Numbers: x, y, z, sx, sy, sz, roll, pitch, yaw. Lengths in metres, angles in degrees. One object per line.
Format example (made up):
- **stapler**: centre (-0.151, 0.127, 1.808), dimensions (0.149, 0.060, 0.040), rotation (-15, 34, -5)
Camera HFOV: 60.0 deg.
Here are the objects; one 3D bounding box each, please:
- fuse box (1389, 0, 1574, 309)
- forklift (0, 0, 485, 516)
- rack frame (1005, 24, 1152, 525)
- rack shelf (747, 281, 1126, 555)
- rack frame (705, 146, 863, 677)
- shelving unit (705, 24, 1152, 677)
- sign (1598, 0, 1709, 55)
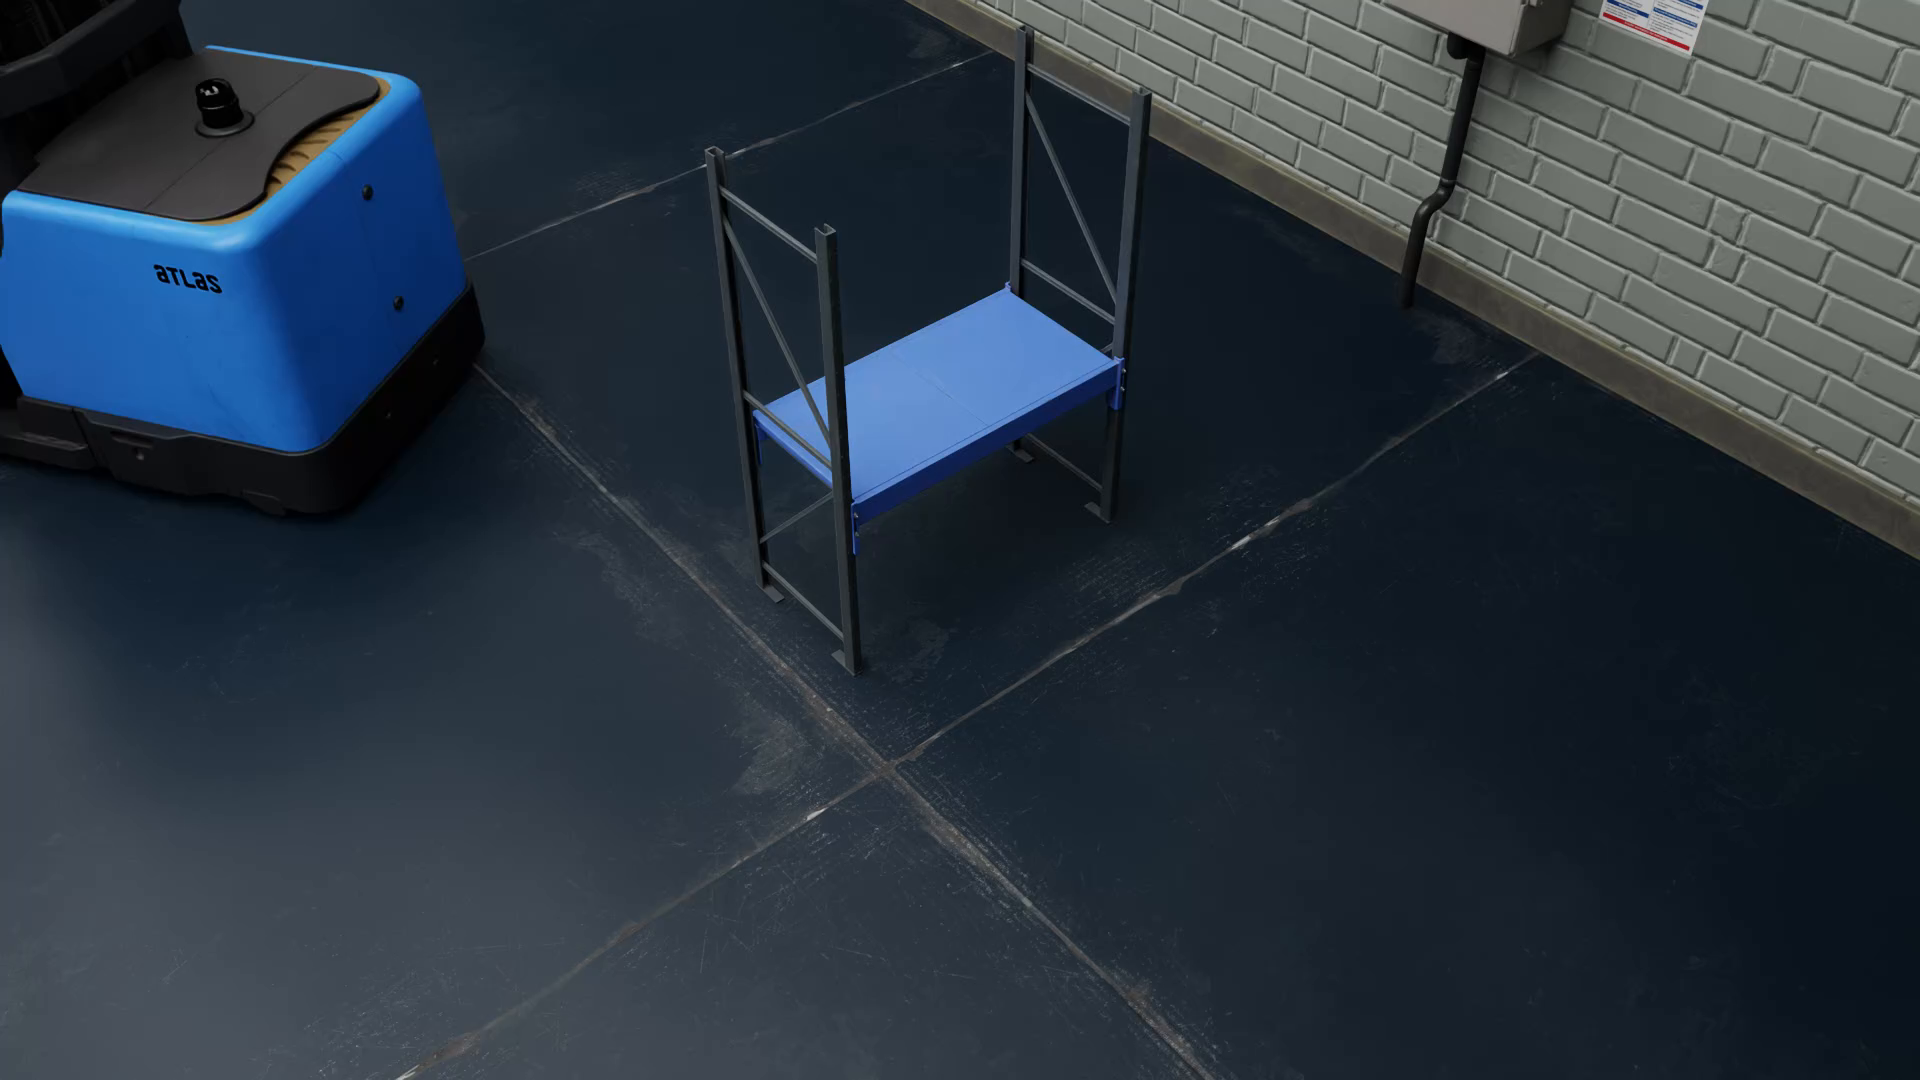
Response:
- **fuse box**: centre (1.642, -1.472, 5.568), dimensions (0.414, 1.711, 0.539), rotation (-30, 51, -28)
- **forklift**: centre (-3.259, -1.724, 4.945), dimensions (3.031, 2.935, 1.130), rotation (12, 44, 12)
- **rack frame**: centre (0.324, -0.733, 4.934), dimensions (0.032, 1.500, 0.500), rotation (-30, 51, -28)
- **rack shelf**: centre (-0.065, -0.378, 4.820), dimensions (1.000, 0.185, 0.538), rotation (-30, 51, -28)
- **rack frame**: centre (-0.455, -0.286, 4.459), dimensions (0.032, 1.500, 0.500), rotation (-30, 51, -28)
- **shelving unit**: centre (-0.065, -0.509, 4.697), dimensions (1.048, 1.500, 0.538), rotation (-30, 51, -28)
- **sign**: centre (2.117, -1.739, 4.980), dimensions (0.001, 0.494, 0.329), rotation (-30, 51, -28)
